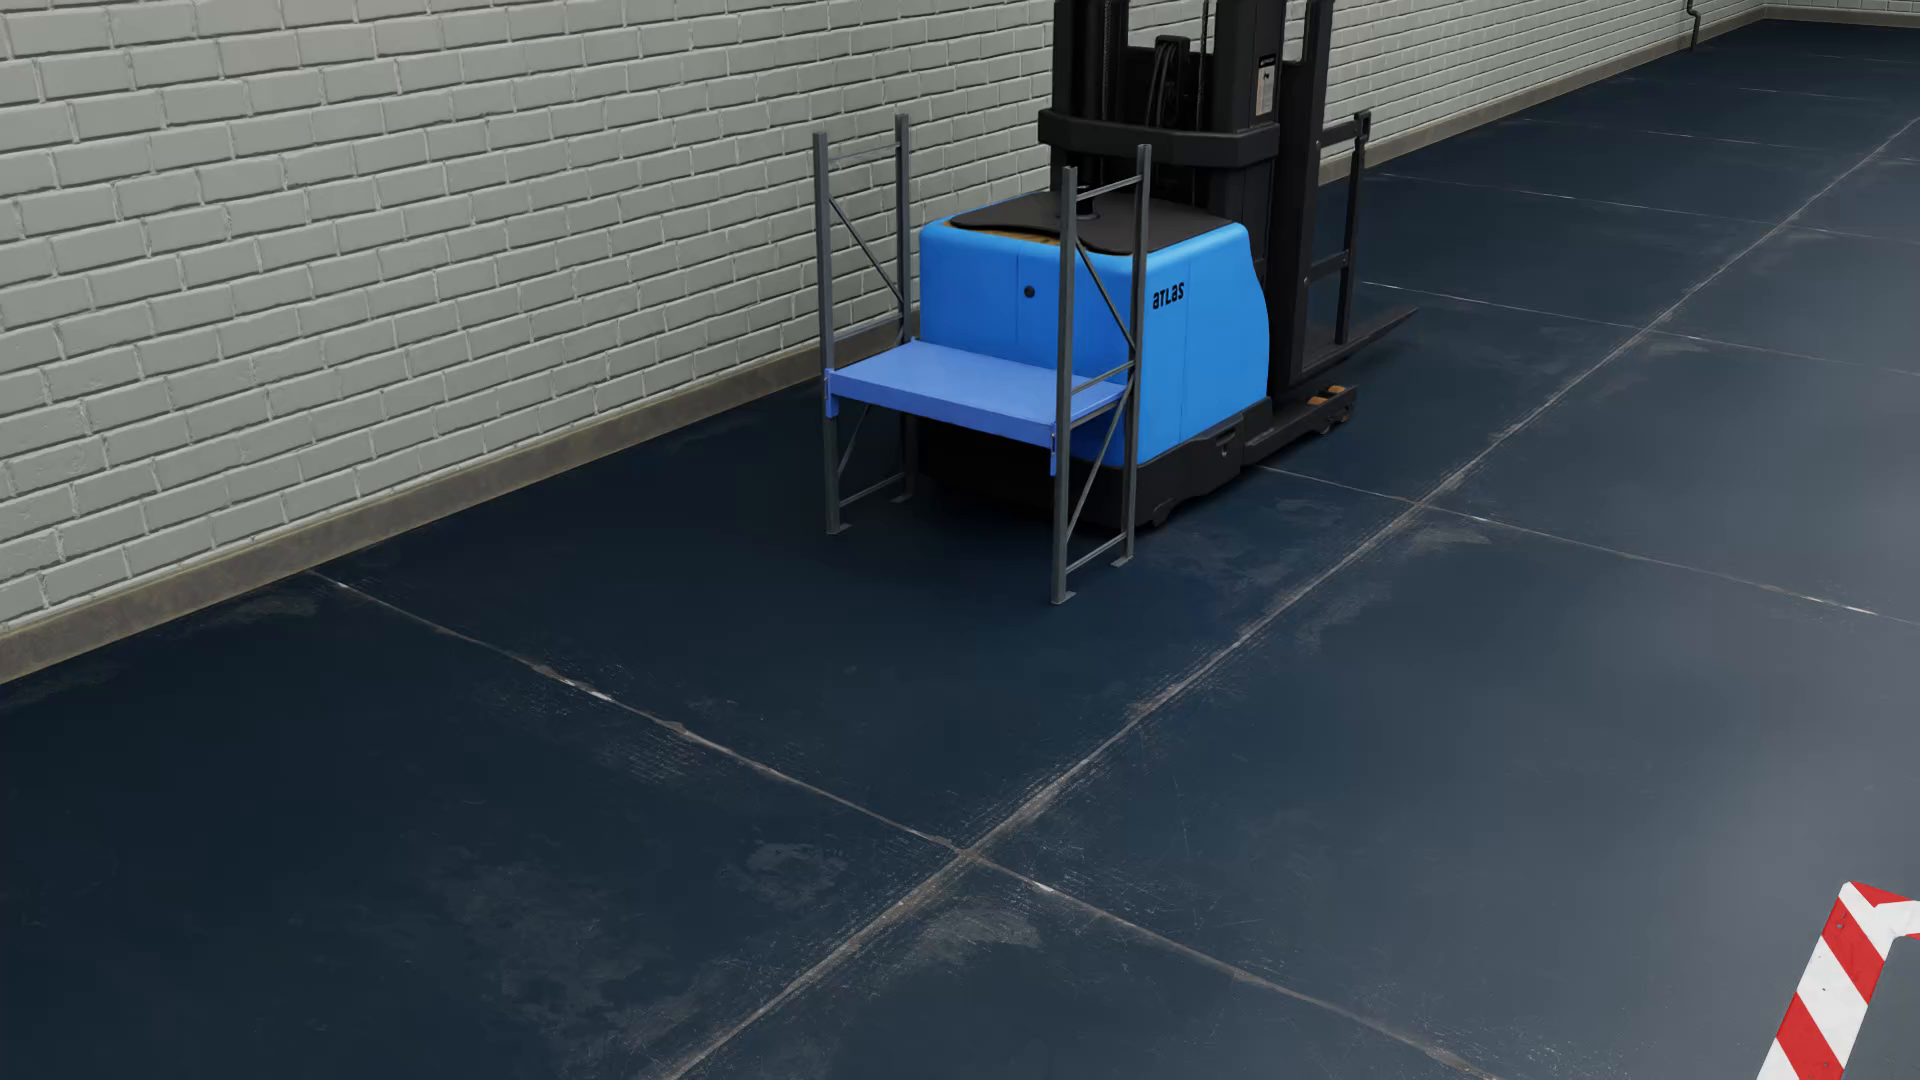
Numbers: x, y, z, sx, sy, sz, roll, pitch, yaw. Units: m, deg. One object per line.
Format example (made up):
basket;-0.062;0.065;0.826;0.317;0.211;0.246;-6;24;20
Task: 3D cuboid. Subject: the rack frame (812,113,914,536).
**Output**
rack frame;-0.346;-0.785;6.171;0.032;1.500;0.500;16;29;33

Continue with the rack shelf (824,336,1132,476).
rack shelf;0.064;-0.499;5.969;1.000;0.185;0.538;16;29;33

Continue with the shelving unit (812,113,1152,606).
shelving unit;0.064;-0.664;5.897;1.048;1.500;0.538;16;29;33

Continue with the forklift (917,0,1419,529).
forklift;1.123;-1.912;6.954;1.130;2.935;3.031;17;29;34

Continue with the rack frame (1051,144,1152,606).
rack frame;0.475;-0.543;5.622;0.032;1.500;0.500;16;29;33

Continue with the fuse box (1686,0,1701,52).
fuse box;8.292;-6.288;18.400;0.414;1.711;0.539;17;29;33
